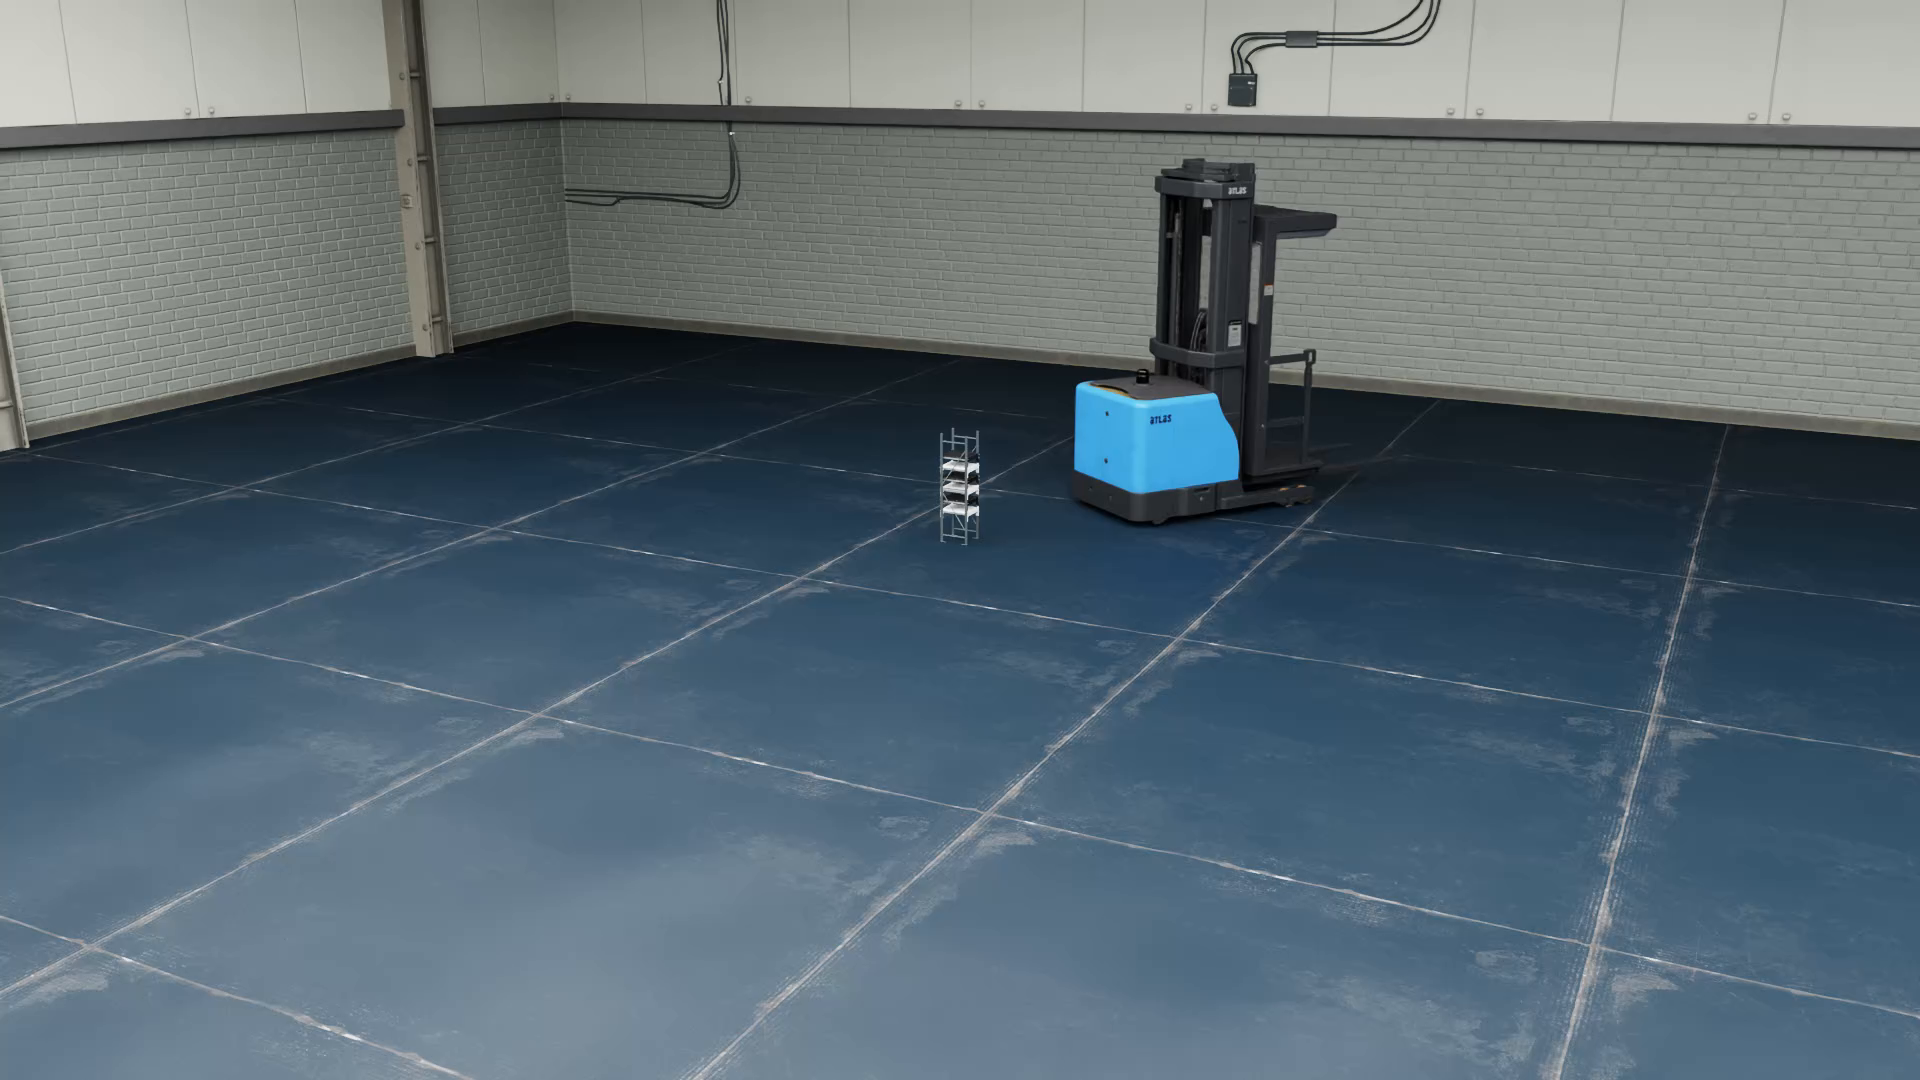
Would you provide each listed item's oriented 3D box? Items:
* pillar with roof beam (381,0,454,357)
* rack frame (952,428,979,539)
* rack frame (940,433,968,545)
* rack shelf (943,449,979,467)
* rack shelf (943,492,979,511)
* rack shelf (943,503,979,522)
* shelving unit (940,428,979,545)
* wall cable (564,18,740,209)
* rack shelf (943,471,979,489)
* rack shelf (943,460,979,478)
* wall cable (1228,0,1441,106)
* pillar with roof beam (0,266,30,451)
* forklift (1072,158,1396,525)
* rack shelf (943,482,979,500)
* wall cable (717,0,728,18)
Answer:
[{"bbox_3d":[-3.007,-6.195,18.575,9.100,9.000,0.400,8,18,25],"label":"pillar with roof beam"},{"bbox_3d":[0.042,-0.455,13.476,0.240,0.900,0.006,8,18,25],"label":"rack frame"},{"bbox_3d":[-0.049,-0.403,13.302,0.240,0.900,0.006,8,18,25],"label":"rack frame"},{"bbox_3d":[-0.004,-0.656,13.322,0.258,0.077,0.200,8,18,25],"label":"rack shelf"},{"bbox_3d":[-0.004,-0.311,13.424,0.258,0.077,0.200,8,18,25],"label":"rack shelf"},{"bbox_3d":[-0.004,-0.225,13.450,0.258,0.077,0.200,8,18,25],"label":"rack shelf"},{"bbox_3d":[-0.004,-0.429,13.389,0.258,0.900,0.210,8,18,25],"label":"shelving unit"},{"bbox_3d":[-4.359,-5.836,22.821,3.097,2.526,0.112,8,18,25],"label":"wall cable"},{"bbox_3d":[-0.004,-0.484,13.373,0.258,0.077,0.200,8,18,25],"label":"rack shelf"},{"bbox_3d":[-0.004,-0.570,13.348,0.258,0.077,0.200,8,18,25],"label":"rack shelf"},{"bbox_3d":[4.127,-7.743,17.815,2.305,6.003,0.169,8,18,25],"label":"wall cable"},{"bbox_3d":[-5.688,-4.666,13.430,9.100,9.000,0.400,8,18,25],"label":"pillar with roof beam"},{"bbox_3d":[2.523,-1.815,14.488,3.031,2.935,1.130,-9,19,-28],"label":"forklift"},{"bbox_3d":[-0.004,-0.397,13.399,0.258,0.077,0.200,8,18,25],"label":"rack shelf"},{"bbox_3d":[-1.939,-7.913,20.944,3.097,2.526,0.112,8,18,25],"label":"wall cable"}]
